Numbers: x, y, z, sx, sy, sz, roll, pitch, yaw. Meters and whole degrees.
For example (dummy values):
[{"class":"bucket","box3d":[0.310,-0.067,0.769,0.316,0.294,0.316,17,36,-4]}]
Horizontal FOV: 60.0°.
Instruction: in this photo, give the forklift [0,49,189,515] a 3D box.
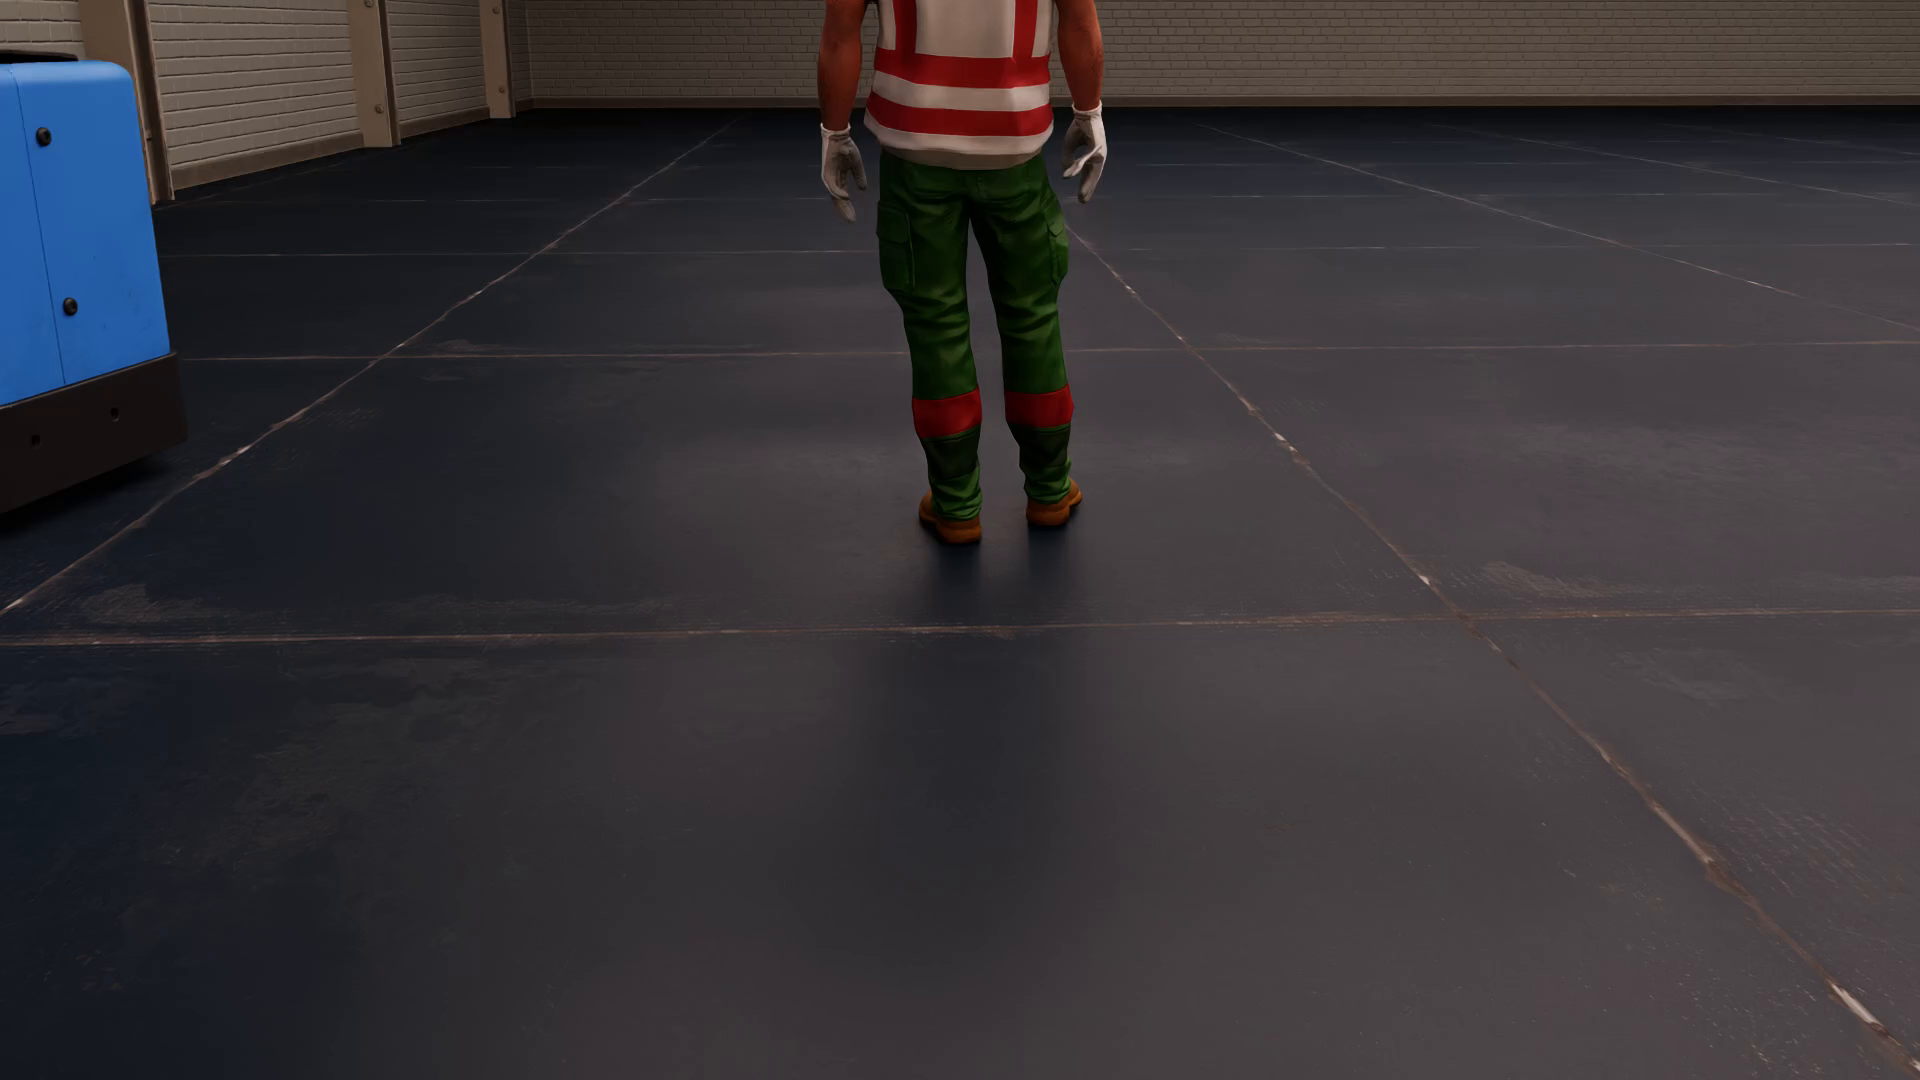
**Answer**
[{"class":"forklift","box3d":[-3.684,-1.541,3.946,3.031,2.935,1.130,2,17,8]}]

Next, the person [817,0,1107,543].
[{"class":"person","box3d":[0.006,-0.886,3.732,0.638,1.789,0.562,-1,17,-3]}]
